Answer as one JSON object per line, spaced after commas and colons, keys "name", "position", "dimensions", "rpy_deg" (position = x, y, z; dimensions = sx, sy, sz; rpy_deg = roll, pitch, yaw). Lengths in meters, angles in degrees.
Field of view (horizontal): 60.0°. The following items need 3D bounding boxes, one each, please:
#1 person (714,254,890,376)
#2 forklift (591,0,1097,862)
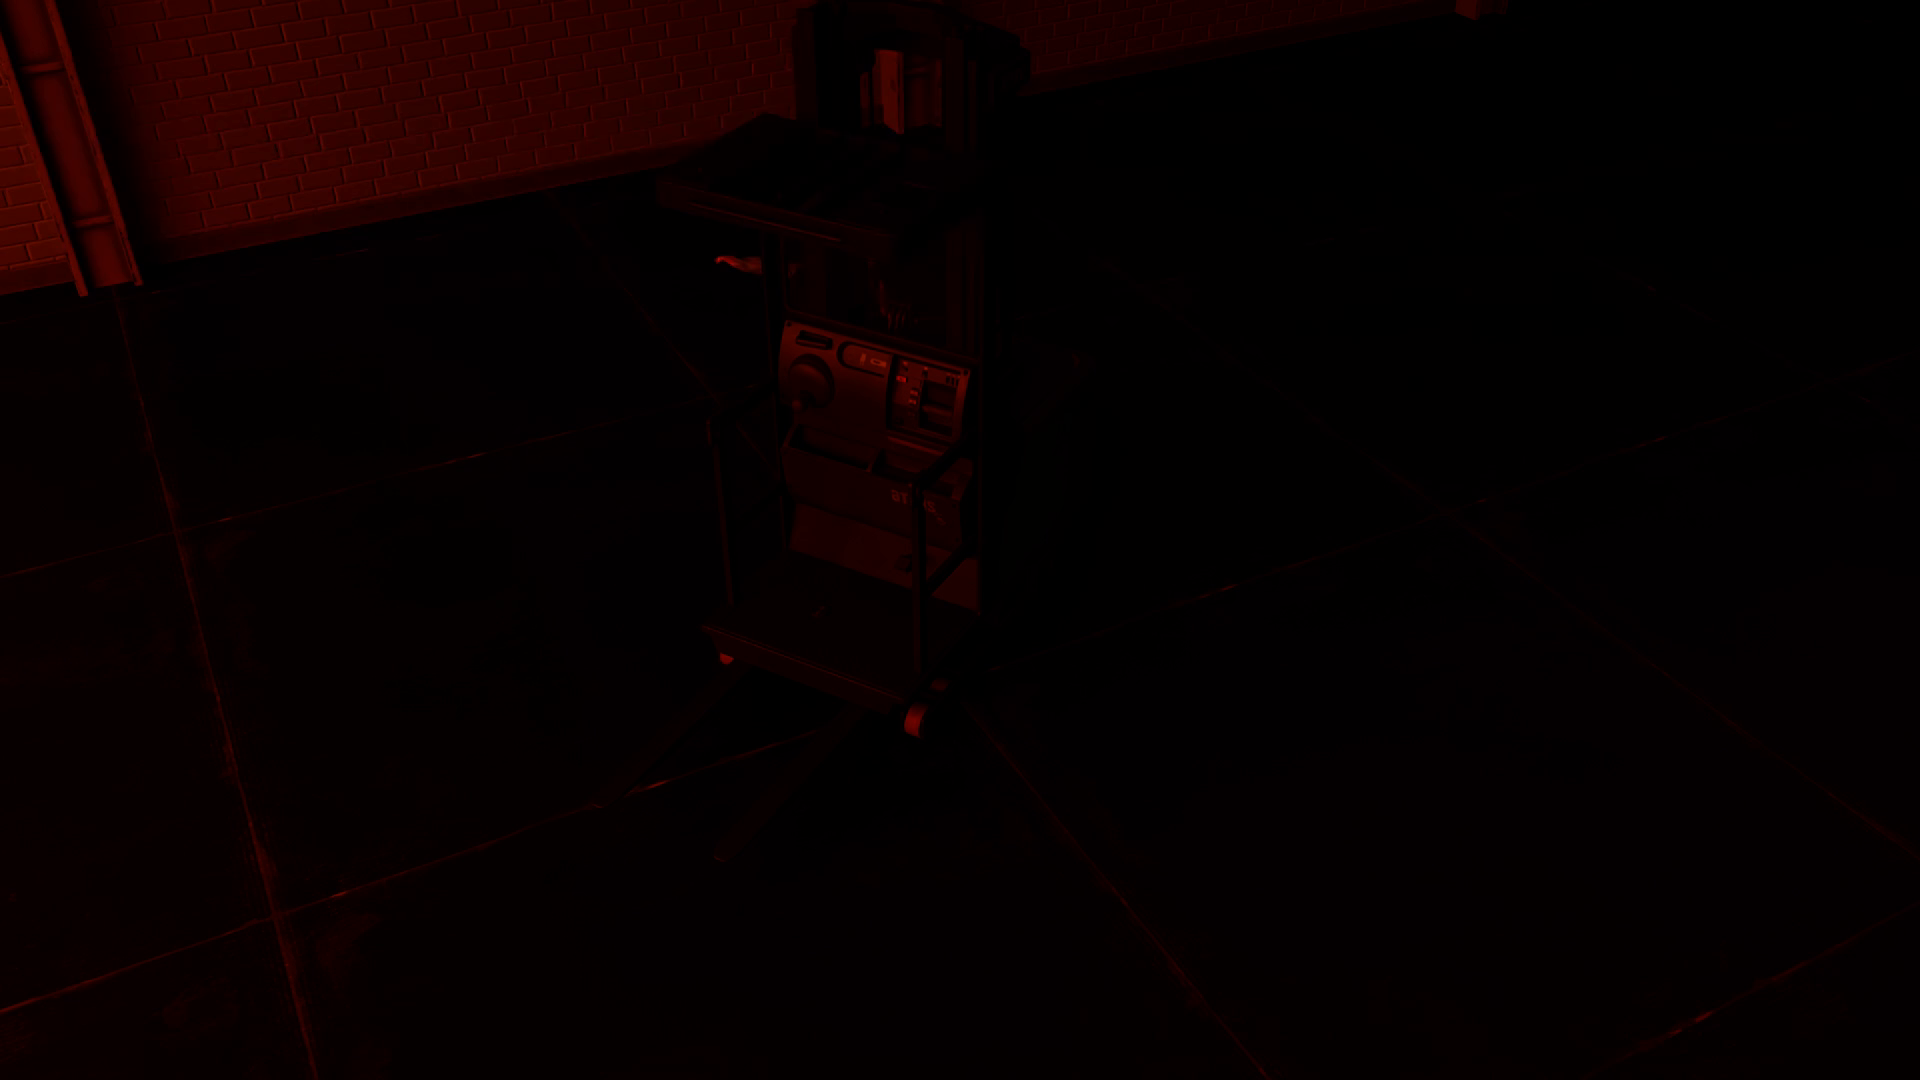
{"name": "person", "position": [-0.663, -0.980, 8.880], "dimensions": [0.839, 1.406, 1.278], "rpy_deg": [-18, 39, -23]}
{"name": "forklift", "position": [-0.475, -0.614, 6.992], "dimensions": [1.130, 2.935, 3.031], "rpy_deg": [18, 39, 23]}
